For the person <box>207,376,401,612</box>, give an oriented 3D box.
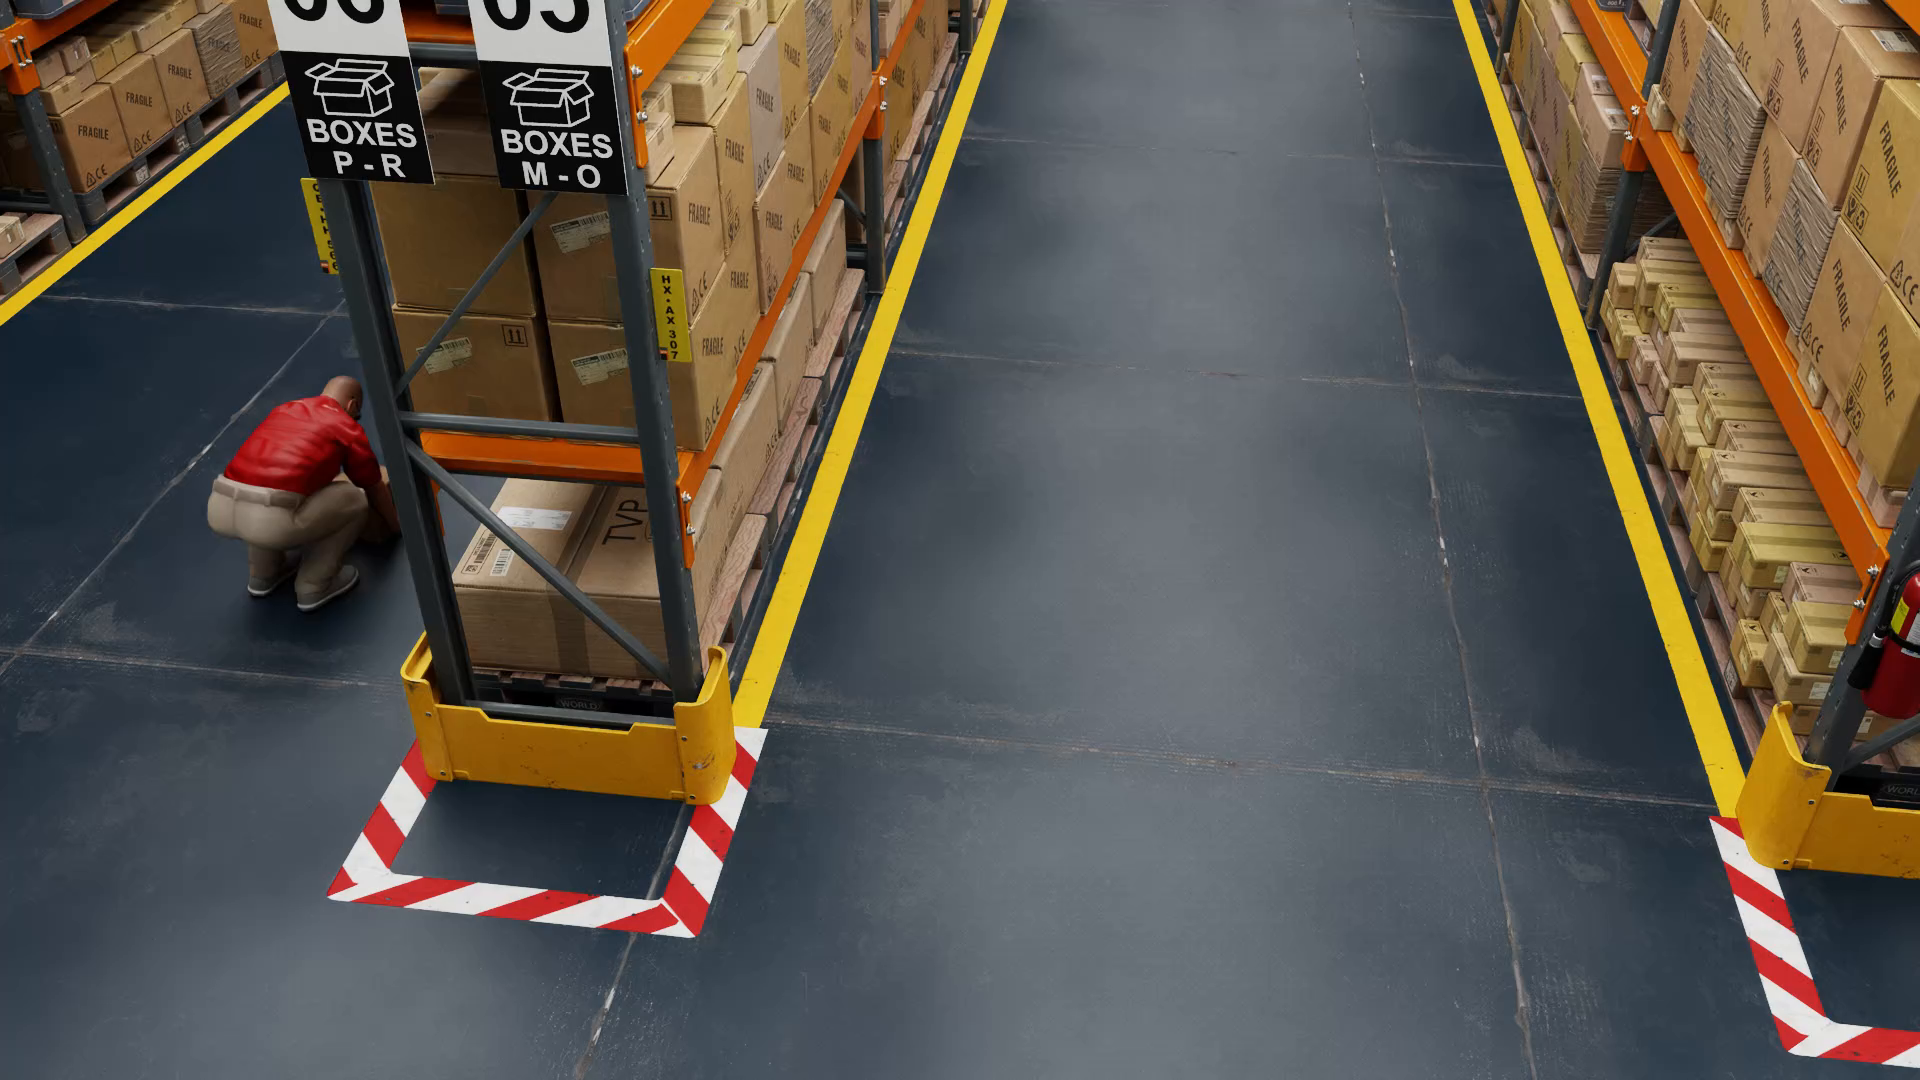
[{"bbox_3d":[-2.842,-0.190,7.267,0.527,0.781,0.936,13,38,17],"label":"person"}]
